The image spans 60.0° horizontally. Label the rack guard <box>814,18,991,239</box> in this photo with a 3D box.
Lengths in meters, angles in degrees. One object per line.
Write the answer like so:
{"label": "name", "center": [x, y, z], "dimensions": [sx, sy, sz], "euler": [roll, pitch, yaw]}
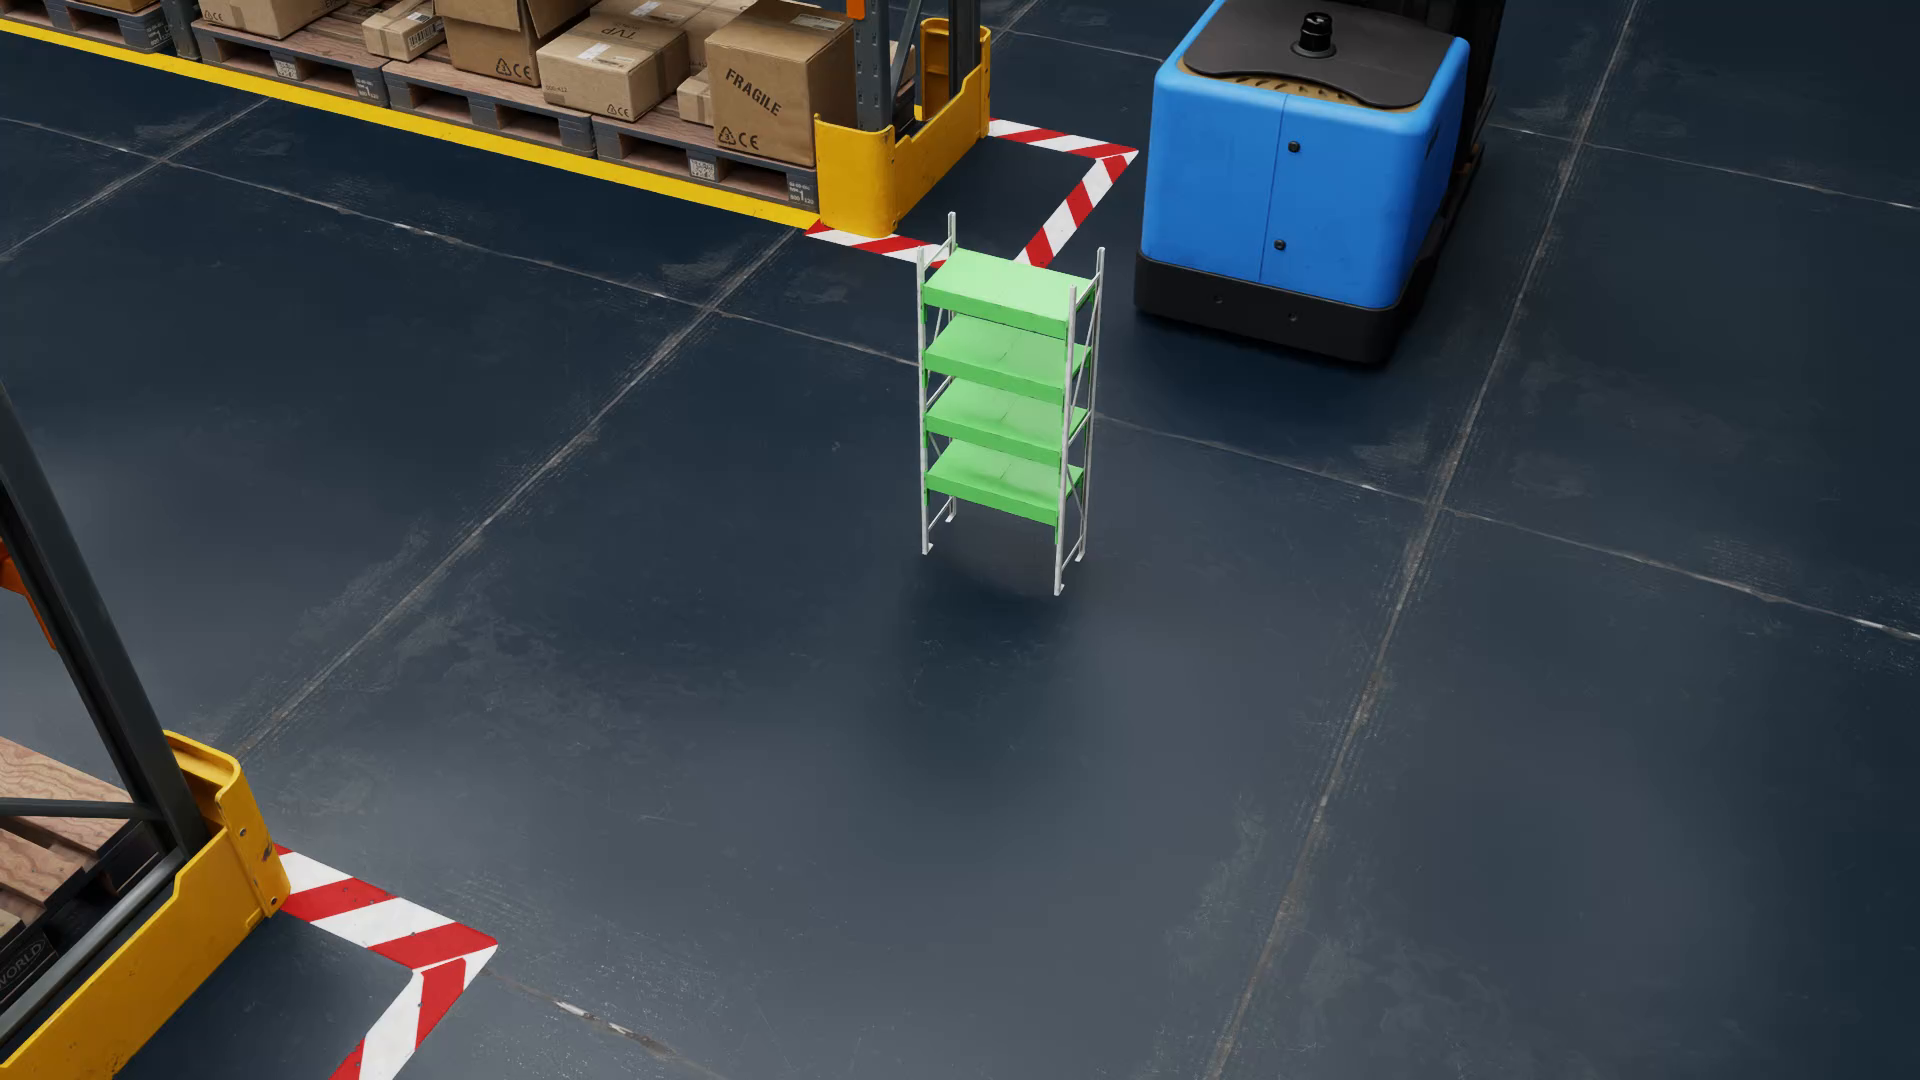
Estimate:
{"label": "rack guard", "center": [-0.239, -1.887, 7.545], "dimensions": [0.348, 0.500, 1.175], "euler": [17, 44, 19]}

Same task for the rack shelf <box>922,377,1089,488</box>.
{"label": "rack shelf", "center": [0.150, -0.359, 5.346], "dimensions": [0.480, 0.148, 0.258], "euler": [17, 44, 19]}

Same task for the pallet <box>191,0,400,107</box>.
{"label": "pallet", "center": [-3.173, -2.673, 8.673], "dimensions": [1.213, 0.211, 1.003], "euler": [17, 44, 19]}

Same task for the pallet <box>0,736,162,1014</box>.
{"label": "pallet", "center": [-2.999, 0.931, 4.515], "dimensions": [1.213, 0.211, 1.003], "euler": [17, 44, 19]}

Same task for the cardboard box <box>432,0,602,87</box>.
{"label": "cardboard box", "center": [-2.091, -2.624, 8.057], "dimensions": [0.637, 0.503, 0.797], "euler": [17, 44, 19]}

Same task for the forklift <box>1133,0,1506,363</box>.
{"label": "forklift", "center": [1.765, -2.760, 6.697], "dimensions": [1.130, 2.935, 3.031], "euler": [16, 43, 18]}

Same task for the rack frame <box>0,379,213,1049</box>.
{"label": "rack frame", "center": [-2.268, 0.129, 3.311], "dimensions": [0.127, 3.000, 1.000], "euler": [17, 44, 19]}

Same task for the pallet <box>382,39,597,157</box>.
{"label": "pallet", "center": [-2.064, -2.336, 8.285], "dimensions": [1.213, 0.211, 1.003], "euler": [17, 44, 19]}

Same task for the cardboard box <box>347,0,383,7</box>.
{"label": "cardboard box", "center": [-3.159, -3.150, 8.667], "dimensions": [0.500, 0.500, 0.500], "euler": [17, 44, 19]}

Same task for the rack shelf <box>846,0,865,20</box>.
{"label": "rack shelf", "center": [-1.983, -3.092, 7.577], "dimensions": [4.000, 0.370, 1.077], "euler": [17, 44, 19]}

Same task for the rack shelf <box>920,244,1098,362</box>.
{"label": "rack shelf", "center": [0.150, -0.722, 5.032], "dimensions": [0.480, 0.148, 0.258], "euler": [17, 44, 19]}

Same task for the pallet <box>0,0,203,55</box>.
{"label": "pallet", "center": [-4.549, -3.067, 9.127], "dimensions": [1.213, 0.211, 1.003], "euler": [17, 44, 19]}

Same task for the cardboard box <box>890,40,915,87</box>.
{"label": "cardboard box", "center": [-0.405, -2.219, 7.861], "dimensions": [0.250, 0.149, 0.380], "euler": [17, 44, 19]}

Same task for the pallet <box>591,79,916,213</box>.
{"label": "pallet", "center": [-0.962, -1.998, 7.894], "dimensions": [1.213, 0.211, 1.003], "euler": [17, 44, 19]}

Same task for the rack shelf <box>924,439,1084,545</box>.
{"label": "rack shelf", "center": [0.150, -0.178, 5.503], "dimensions": [0.480, 0.148, 0.258], "euler": [17, 44, 19]}

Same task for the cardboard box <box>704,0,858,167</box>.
{"label": "cardboard box", "center": [-0.767, -2.036, 7.382], "dimensions": [0.500, 0.500, 0.500], "euler": [17, 44, 19]}

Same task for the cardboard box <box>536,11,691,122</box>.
{"label": "cardboard box", "center": [-1.616, -2.223, 7.788], "dimensions": [0.500, 0.250, 0.500], "euler": [17, 44, 19]}

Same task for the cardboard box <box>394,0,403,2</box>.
{"label": "cardboard box", "center": [-2.794, -2.949, 8.703], "dimensions": [0.250, 0.149, 0.380], "euler": [17, 44, 19]}

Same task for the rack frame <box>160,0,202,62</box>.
{"label": "rack frame", "center": [-3.795, -3.918, 7.980], "dimensions": [0.127, 3.000, 1.000], "euler": [17, 44, 19]}

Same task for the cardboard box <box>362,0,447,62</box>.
{"label": "cardboard box", "center": [-2.718, -2.535, 8.212], "dimensions": [0.250, 0.166, 0.380], "euler": [17, 44, 19]}

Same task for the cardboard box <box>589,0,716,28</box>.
{"label": "cardboard box", "center": [-1.450, -2.533, 8.146], "dimensions": [0.500, 0.250, 0.500], "euler": [17, 44, 19]}

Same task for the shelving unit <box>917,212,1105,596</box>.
{"label": "shelving unit", "center": [0.150, -0.408, 5.304], "dimensions": [0.503, 1.200, 0.258], "euler": [17, 44, 19]}

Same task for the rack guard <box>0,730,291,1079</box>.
{"label": "rack guard", "center": [-2.241, 1.072, 4.131], "dimensions": [0.348, 0.500, 1.175], "euler": [17, 44, 19]}

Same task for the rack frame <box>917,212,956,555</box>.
{"label": "rack frame", "center": [-0.071, -0.475, 5.382], "dimensions": [0.015, 1.200, 0.240], "euler": [17, 44, 19]}

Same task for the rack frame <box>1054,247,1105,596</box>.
{"label": "rack frame", "center": [0.371, -0.340, 5.226], "dimensions": [0.015, 1.200, 0.240], "euler": [17, 44, 19]}

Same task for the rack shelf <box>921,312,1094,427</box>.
{"label": "rack shelf", "center": [0.150, -0.541, 5.189], "dimensions": [0.480, 0.148, 0.258], "euler": [17, 44, 19]}

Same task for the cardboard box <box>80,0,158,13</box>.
{"label": "cardboard box", "center": [-4.364, -3.106, 8.616], "dimensions": [0.500, 0.500, 0.500], "euler": [17, 44, 18]}

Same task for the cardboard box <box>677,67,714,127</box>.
{"label": "cardboard box", "center": [-1.096, -2.076, 7.682], "dimensions": [0.250, 0.166, 0.380], "euler": [17, 44, 19]}

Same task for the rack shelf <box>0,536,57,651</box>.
{"label": "rack shelf", "center": [-4.081, -0.153, 4.186], "dimensions": [4.000, 0.370, 1.077], "euler": [17, 44, 19]}

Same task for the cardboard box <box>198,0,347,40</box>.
{"label": "cardboard box", "center": [-3.506, -2.824, 8.434], "dimensions": [0.500, 0.311, 0.500], "euler": [17, 44, 19]}

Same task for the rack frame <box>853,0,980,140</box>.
{"label": "rack frame", "center": [-0.171, -2.810, 6.702], "dimensions": [0.127, 3.000, 1.000], "euler": [17, 44, 19]}

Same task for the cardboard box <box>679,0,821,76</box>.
{"label": "cardboard box", "center": [-0.996, -2.395, 7.986], "dimensions": [0.500, 0.250, 0.500], "euler": [17, 44, 19]}
